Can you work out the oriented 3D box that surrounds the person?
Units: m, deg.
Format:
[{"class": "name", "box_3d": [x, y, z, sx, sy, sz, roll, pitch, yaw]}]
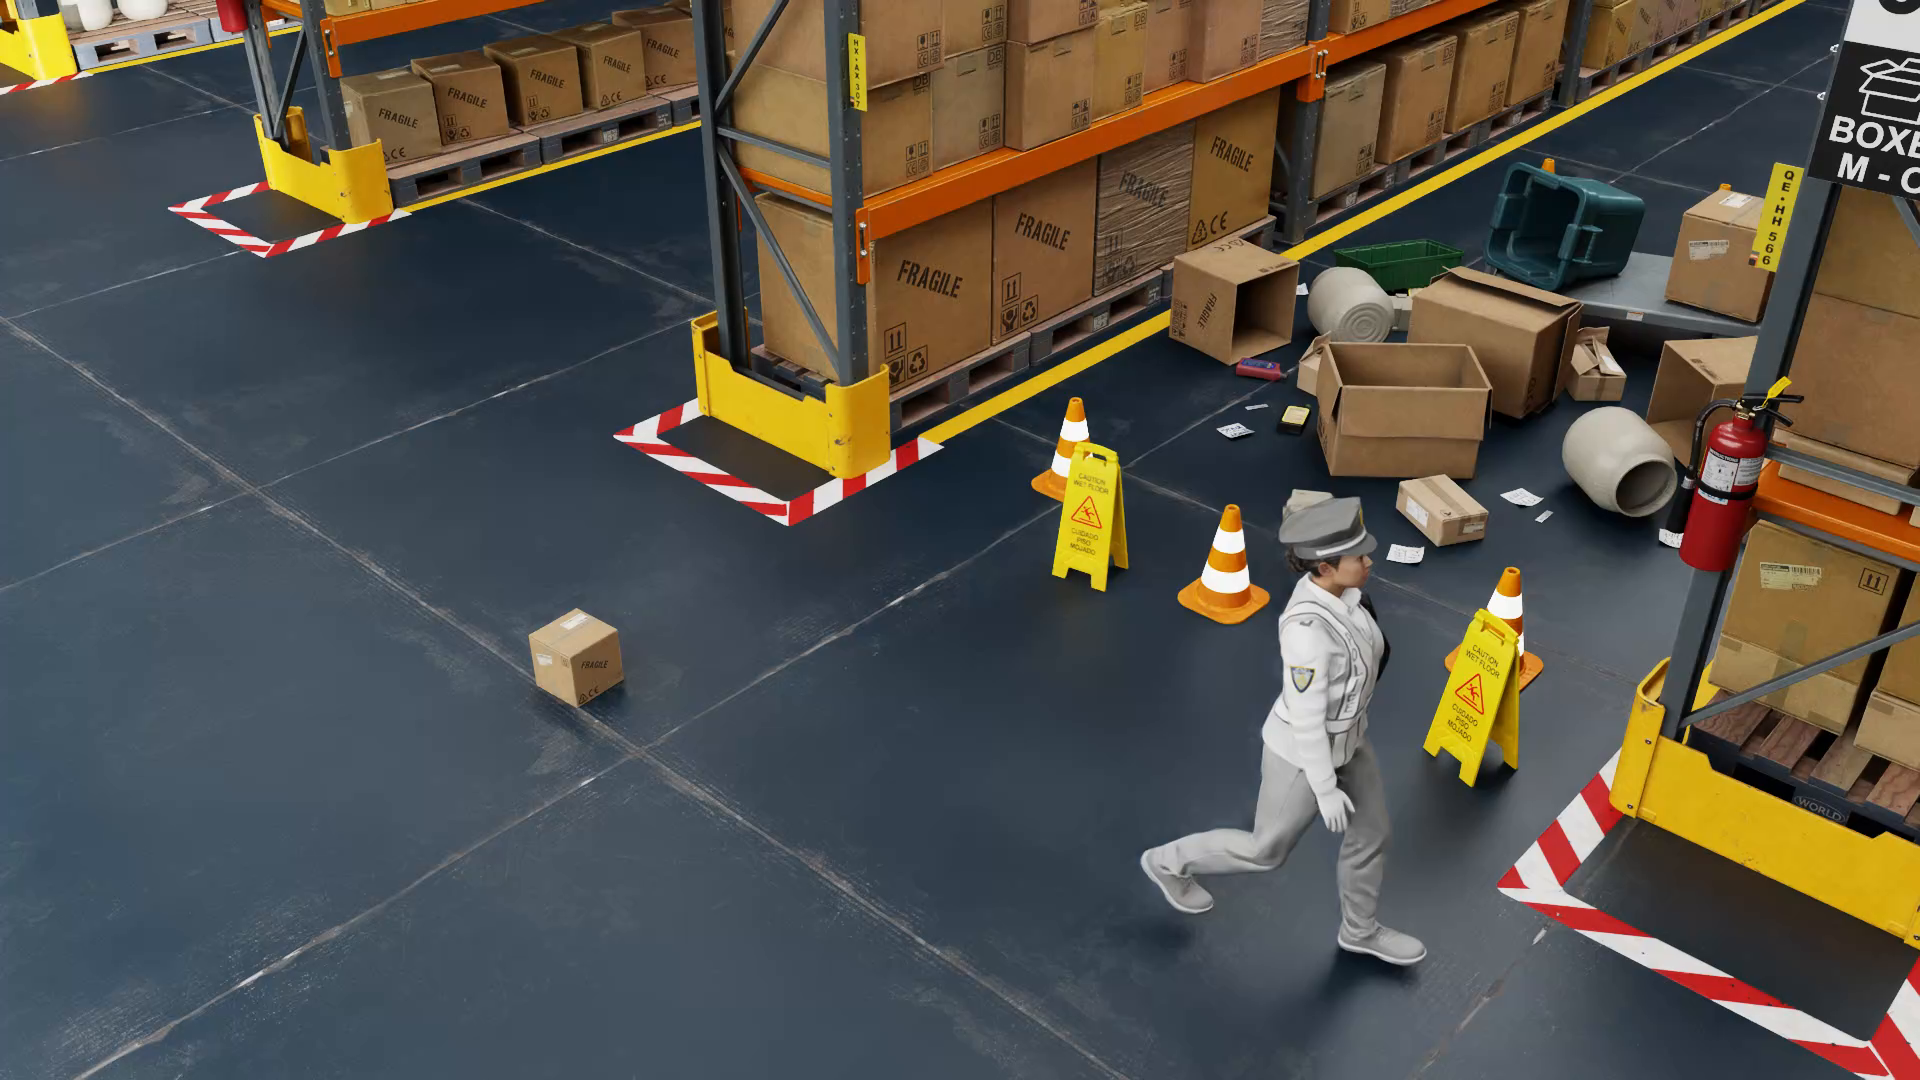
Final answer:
[{"class": "person", "box_3d": [1.059, 0.604, 5.106, 0.938, 1.647, 0.479, 16, 35, 24]}]
